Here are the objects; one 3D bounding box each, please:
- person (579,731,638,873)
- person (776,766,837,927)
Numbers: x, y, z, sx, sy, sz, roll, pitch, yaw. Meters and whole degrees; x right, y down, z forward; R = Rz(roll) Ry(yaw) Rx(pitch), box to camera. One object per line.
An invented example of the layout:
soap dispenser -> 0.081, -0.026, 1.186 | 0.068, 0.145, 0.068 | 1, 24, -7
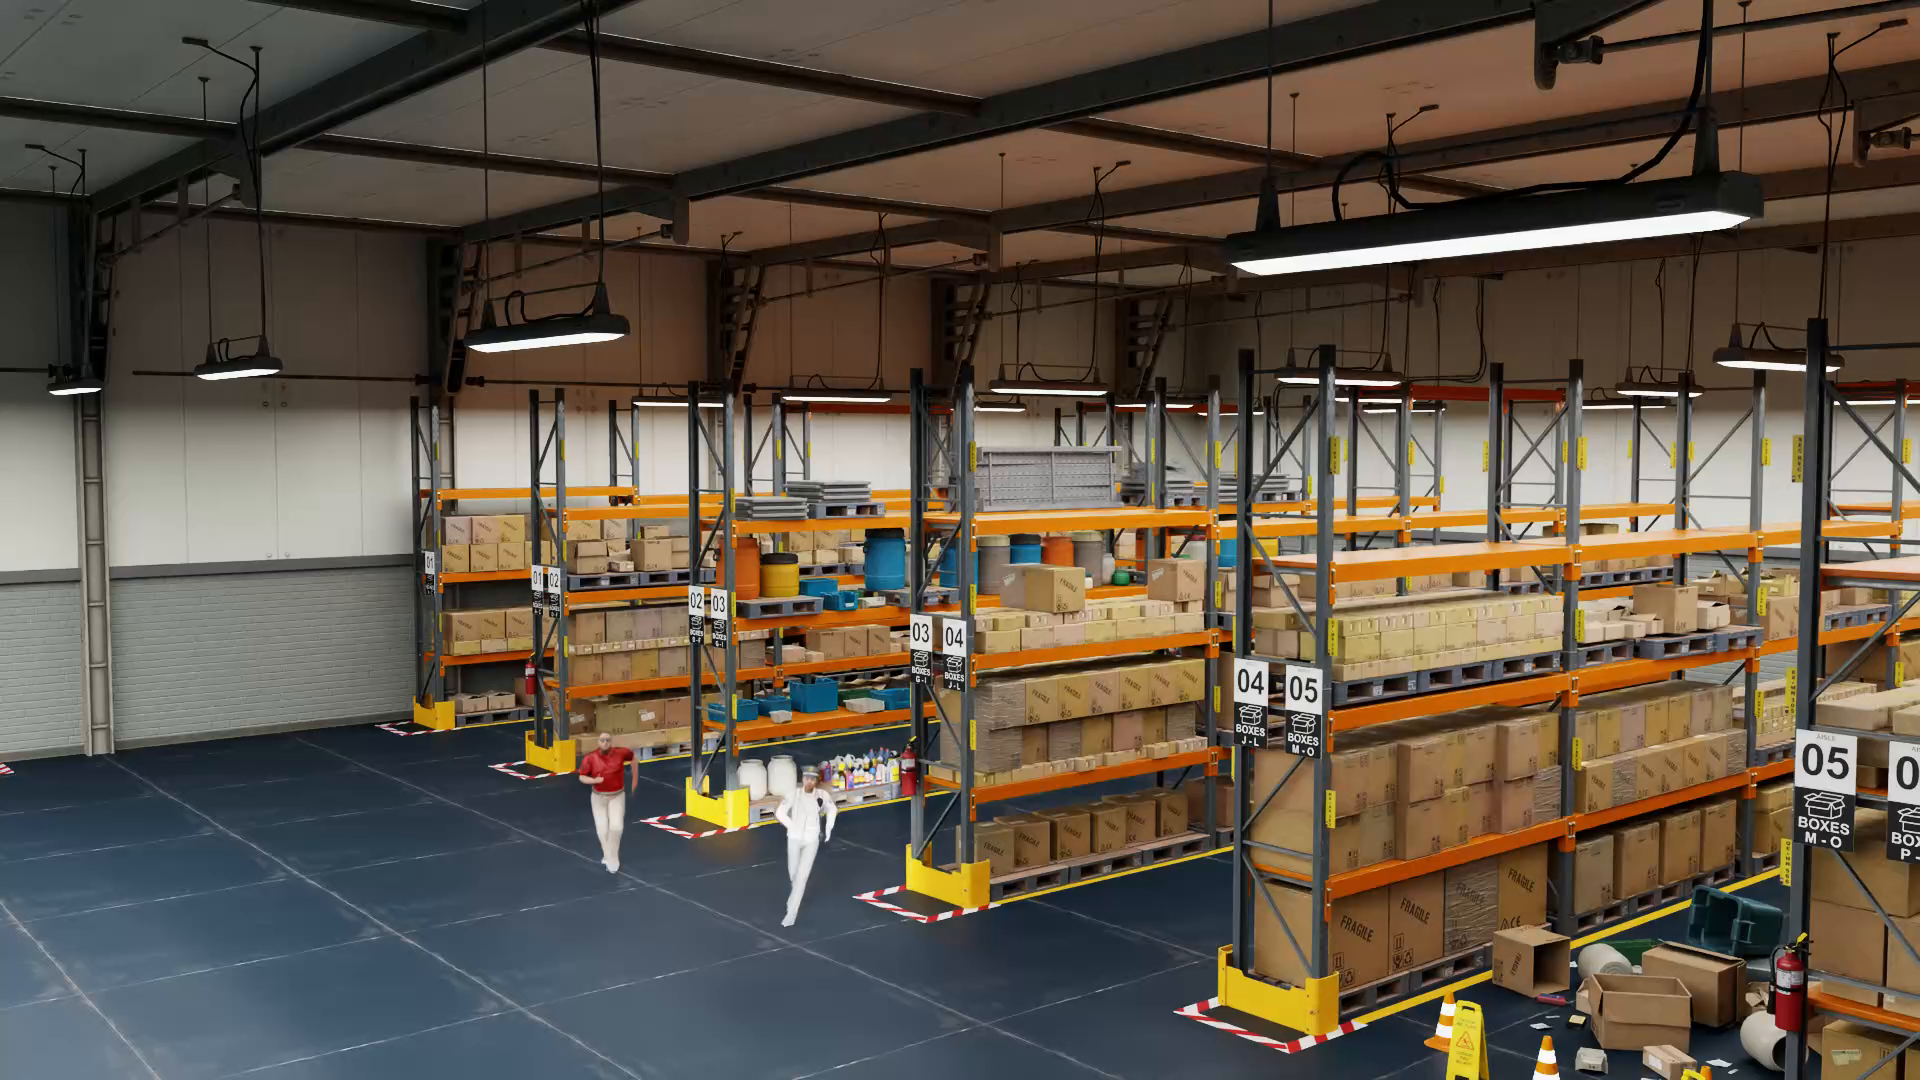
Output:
person -> -4.216, 3.131, 19.976 | 0.694, 1.720, 0.829 | -1, 3, -12
person -> -1.672, 3.252, 18.070 | 0.646, 1.665, 0.891 | 0, 3, 1
